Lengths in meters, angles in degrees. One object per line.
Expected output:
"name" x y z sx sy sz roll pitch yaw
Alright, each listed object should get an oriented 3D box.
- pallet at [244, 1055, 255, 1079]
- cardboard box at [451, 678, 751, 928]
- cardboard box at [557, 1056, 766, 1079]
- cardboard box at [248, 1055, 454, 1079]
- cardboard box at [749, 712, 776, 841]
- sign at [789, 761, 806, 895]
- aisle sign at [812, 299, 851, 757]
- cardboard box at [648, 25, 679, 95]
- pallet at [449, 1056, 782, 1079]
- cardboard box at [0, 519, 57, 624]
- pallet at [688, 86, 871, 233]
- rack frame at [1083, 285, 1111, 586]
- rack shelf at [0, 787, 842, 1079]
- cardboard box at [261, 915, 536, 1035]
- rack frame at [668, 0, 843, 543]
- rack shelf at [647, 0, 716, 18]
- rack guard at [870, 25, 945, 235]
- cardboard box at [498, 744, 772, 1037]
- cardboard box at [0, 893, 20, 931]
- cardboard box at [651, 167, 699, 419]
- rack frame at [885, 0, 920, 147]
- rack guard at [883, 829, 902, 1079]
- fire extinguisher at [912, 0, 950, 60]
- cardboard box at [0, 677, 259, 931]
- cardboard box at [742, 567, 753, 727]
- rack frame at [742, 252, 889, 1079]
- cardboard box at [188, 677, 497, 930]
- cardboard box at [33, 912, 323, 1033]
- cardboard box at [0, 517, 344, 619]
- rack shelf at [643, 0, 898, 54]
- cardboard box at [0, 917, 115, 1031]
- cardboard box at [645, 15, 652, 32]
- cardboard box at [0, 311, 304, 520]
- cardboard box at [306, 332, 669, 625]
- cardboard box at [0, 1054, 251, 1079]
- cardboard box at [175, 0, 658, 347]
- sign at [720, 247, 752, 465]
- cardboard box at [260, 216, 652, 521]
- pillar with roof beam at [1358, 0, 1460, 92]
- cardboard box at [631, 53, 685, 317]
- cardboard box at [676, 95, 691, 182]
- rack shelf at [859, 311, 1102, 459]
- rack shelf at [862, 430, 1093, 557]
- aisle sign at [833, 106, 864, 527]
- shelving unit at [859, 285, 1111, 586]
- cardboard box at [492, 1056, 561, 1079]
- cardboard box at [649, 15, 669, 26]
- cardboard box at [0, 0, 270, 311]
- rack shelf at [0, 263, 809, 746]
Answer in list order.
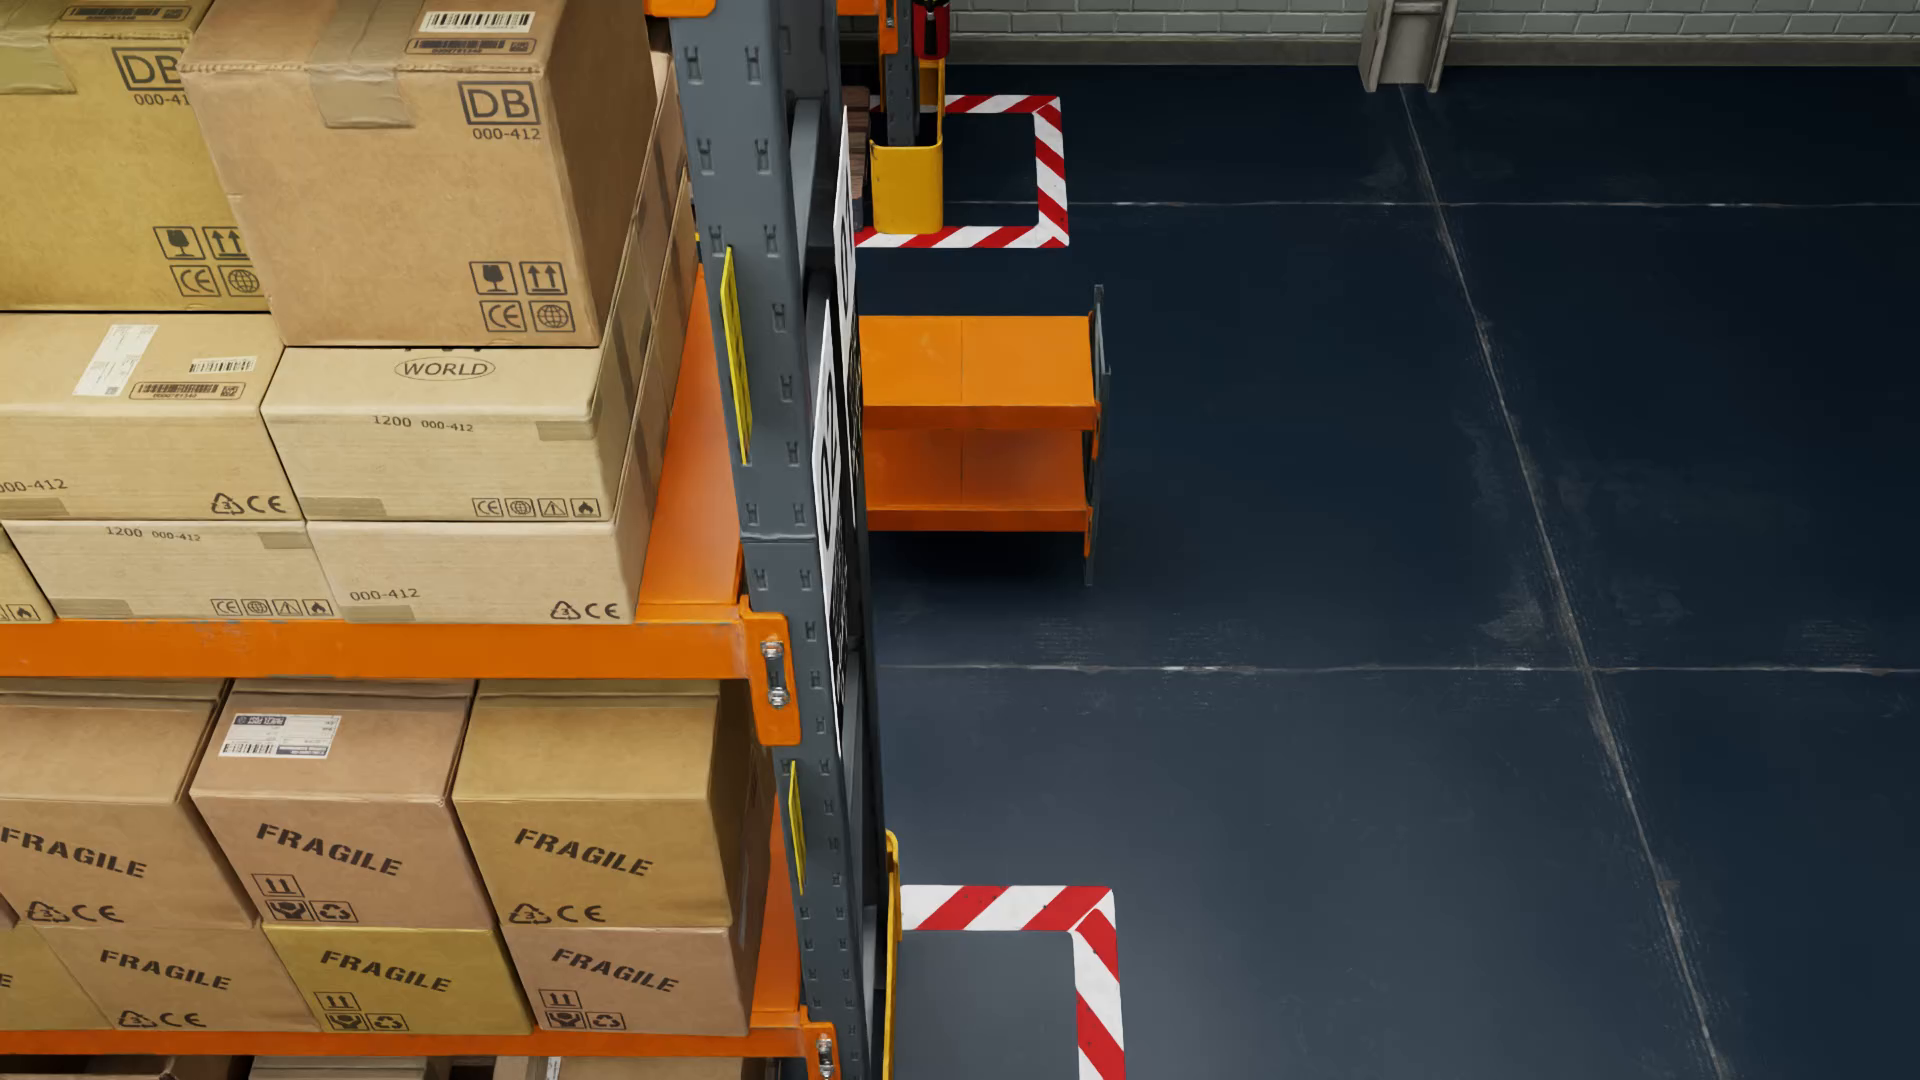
"pallet" -2.385 1.604 5.194 1.213 0.211 1.003 0 47 0
"cardboard box" -0.741 0.486 3.577 0.500 0.500 0.500 0 47 0
"cardboard box" -0.839 1.542 4.754 0.500 0.500 0.500 0 47 0
"cardboard box" -1.789 1.602 4.868 0.500 0.250 0.500 0 47 0
"cardboard box" -0.737 0.433 4.310 0.500 0.500 0.500 1 47 1
"sign" -0.317 0.565 3.249 0.005 0.325 0.100 0 47 0
"aisle sign" -0.228 0.000 3.006 0.004 0.787 0.394 0 47 0
"cardboard box" -1.365 -2.273 7.875 0.250 0.149 0.380 1 47 1
"pallet" -1.168 1.610 5.189 1.213 0.211 1.003 0 47 0
"cardboard box" -1.809 -0.119 2.946 0.500 0.250 0.500 0 47 0
"pallet" -1.080 -1.960 8.511 1.213 0.211 1.003 0 47 0
"rack frame" 0.515 -0.382 6.418 0.032 1.125 0.500 0 47 0
"rack shelf" -2.295 0.901 4.435 4.000 0.370 1.077 0 47 0
"cardboard box" -1.262 0.826 3.944 0.500 0.500 0.500 1 47 0
"rack frame" -0.295 -1.383 1.970 0.127 3.000 1.000 0 47 0
"rack shelf" -2.295 -1.142 2.240 4.000 0.370 1.077 0 47 0
"rack guard" -0.256 -2.113 8.456 0.348 0.500 1.175 0 47 0
"cardboard box" -0.744 0.825 3.945 0.500 0.500 0.500 1 47 1
"cardboard box" -2.278 0.486 3.578 0.500 0.500 0.500 1 47 1
"cardboard box" -0.807 -0.497 3.298 0.500 0.250 0.500 0 47 0
"rack frame" -0.280 -2.965 7.541 0.127 3.000 1.000 0 47 0
"rack guard" -0.371 1.513 5.081 0.348 0.500 1.175 0 47 0
"fire extinguisher" -0.131 -2.473 7.391 0.183 0.674 0.296 0 47 0
"cardboard box" -1.764 0.488 3.576 0.500 0.500 0.500 1 47 1
"cardboard box" -0.737 0.092 3.944 0.500 0.500 0.500 1 47 1
"rack frame" -0.295 0.661 4.166 0.127 3.000 1.000 0 47 0
"cardboard box" -1.246 0.486 3.578 0.500 0.500 0.500 1 47 1
"cardboard box" -1.761 0.821 3.949 0.500 0.500 0.500 0 47 0
"cardboard box" -1.309 -0.128 2.954 0.500 0.250 0.500 0 47 0
"rack shelf" -2.280 -2.725 7.810 4.000 0.370 1.077 0 47 0
"cardboard box" -2.265 0.819 3.951 0.500 0.500 0.500 0 47 0
"cardboard box" -1.611 -2.554 8.136 0.250 0.149 0.380 1 47 0
"cardboard box" -1.309 -0.296 2.769 0.500 0.250 0.500 0 47 0
"cardboard box" -0.809 -0.118 2.945 0.500 0.250 0.500 0 47 0
"cardboard box" -2.416 1.352 4.928 0.637 0.503 0.797 0 47 0
"cardboard box" -0.808 -0.725 2.656 0.500 0.500 0.700 0 47 0
"sign" -0.317 -0.256 2.366 0.005 0.325 0.100 0 47 0
"cardboard box" -0.809 -0.295 2.768 0.500 0.250 0.500 0 47 0
"pillar with roof beam" 2.407 -2.484 2.995 0.400 9.000 9.100 0 47 0
"cardboard box" -0.807 -0.672 3.119 0.500 0.250 0.500 0 47 0
"cardboard box" -1.481 -2.186 8.237 0.500 0.500 0.700 0 47 0
"rack shelf" 0.007 -0.583 6.205 1.000 0.278 0.538 0 47 0
"rack shelf" 0.007 -0.217 6.598 1.000 0.278 0.538 0 47 0
"aisle sign" -0.225 -0.439 3.415 0.004 0.787 0.394 0 47 0
"shelving unit" 0.007 -0.383 6.419 1.048 1.125 0.538 0 47 0
"cardboard box" -1.244 1.588 4.938 0.250 0.166 0.380 0 47 0
"cardboard box" -1.361 -2.553 8.135 0.250 0.149 0.380 0 47 0
"cardboard box" -1.308 -0.788 2.715 0.500 0.500 0.700 0 47 0
"rack shelf" -2.295 -0.121 3.337 4.000 0.370 1.077 0 47 0
